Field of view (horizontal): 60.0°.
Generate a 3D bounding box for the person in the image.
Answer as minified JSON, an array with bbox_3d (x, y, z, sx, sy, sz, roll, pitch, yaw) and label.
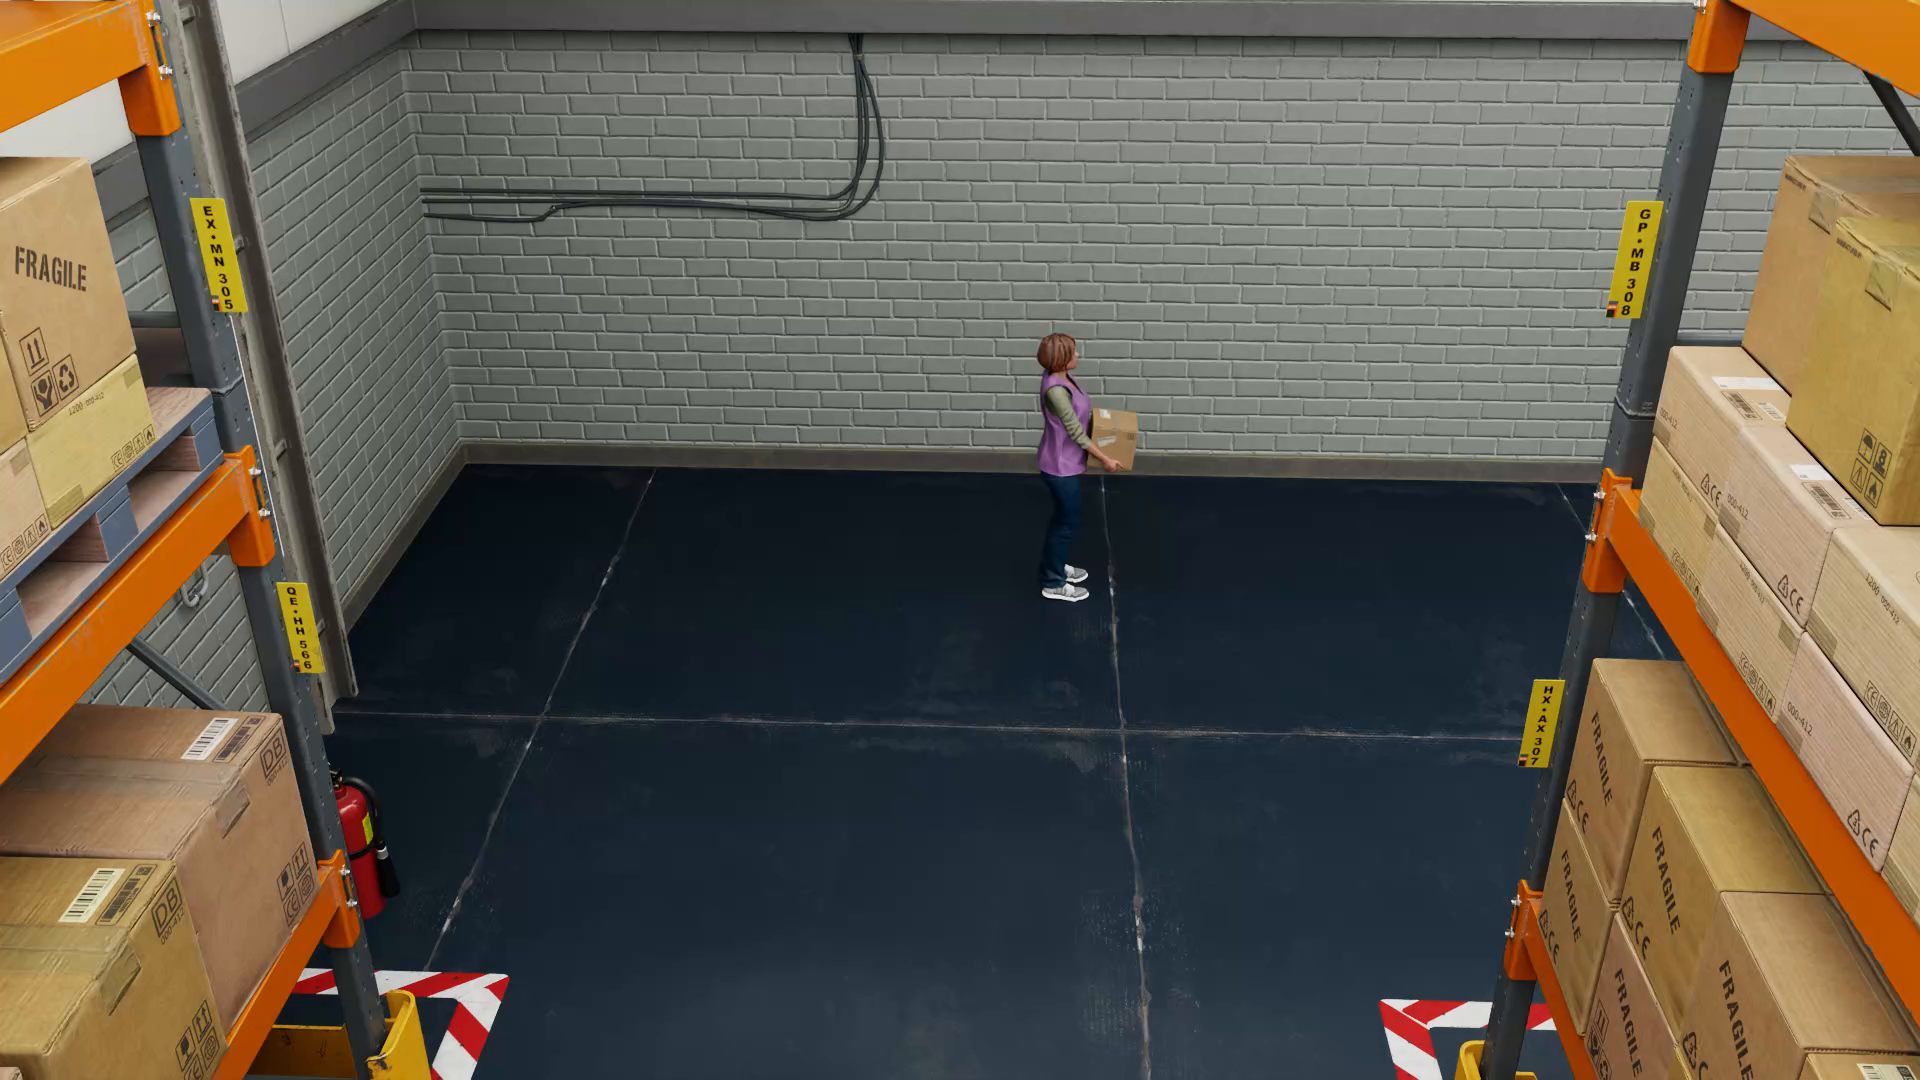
[{"bbox_3d":[0.668,-0.418,9.412,0.495,1.588,0.406,1,28,2],"label":"person"}]
